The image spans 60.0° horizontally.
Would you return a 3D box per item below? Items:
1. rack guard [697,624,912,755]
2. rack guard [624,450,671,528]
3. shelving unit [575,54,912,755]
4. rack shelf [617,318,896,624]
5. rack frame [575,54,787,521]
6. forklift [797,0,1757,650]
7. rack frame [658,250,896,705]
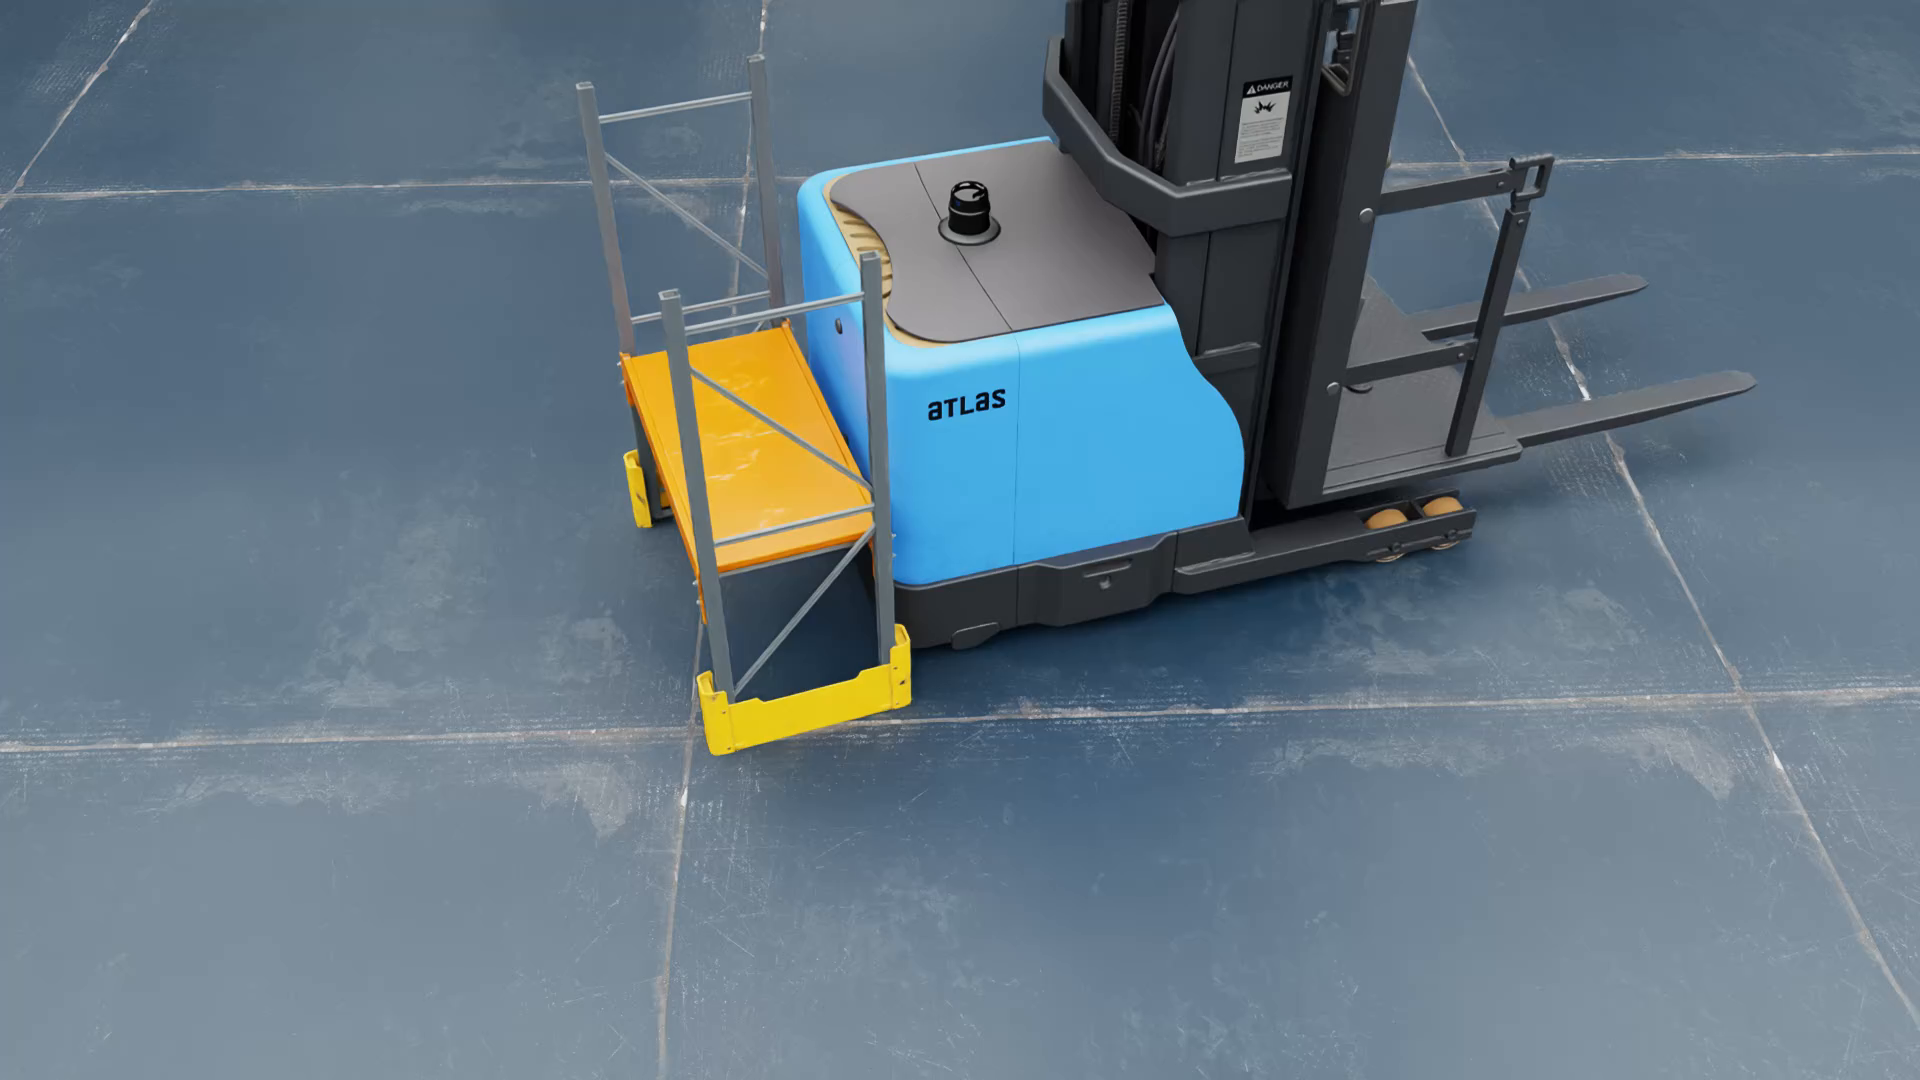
[{"bbox_3d":[-0.423,0.415,4.612,0.587,0.250,0.087,-14,44,-14],"label":"rack guard"},{"bbox_3d":[-0.760,-0.218,5.303,0.587,0.250,0.087,-14,44,-14],"label":"rack guard"},{"bbox_3d":[-0.591,-0.362,4.535,0.587,1.500,1.083,-14,44,-14],"label":"shelving unit"},{"bbox_3d":[-0.588,-0.224,4.651,0.538,0.185,1.000,-14,44,-14],"label":"rack shelf"},{"bbox_3d":[-0.760,-0.680,4.882,0.500,1.500,0.032,-14,44,-14],"label":"rack frame"},{"bbox_3d":[1.090,-1.341,4.544,3.031,2.935,1.130,-12,44,-13],"label":"forklift"},{"bbox_3d":[-0.416,-0.033,4.176,0.500,1.500,0.032,-14,44,-14],"label":"rack frame"}]
